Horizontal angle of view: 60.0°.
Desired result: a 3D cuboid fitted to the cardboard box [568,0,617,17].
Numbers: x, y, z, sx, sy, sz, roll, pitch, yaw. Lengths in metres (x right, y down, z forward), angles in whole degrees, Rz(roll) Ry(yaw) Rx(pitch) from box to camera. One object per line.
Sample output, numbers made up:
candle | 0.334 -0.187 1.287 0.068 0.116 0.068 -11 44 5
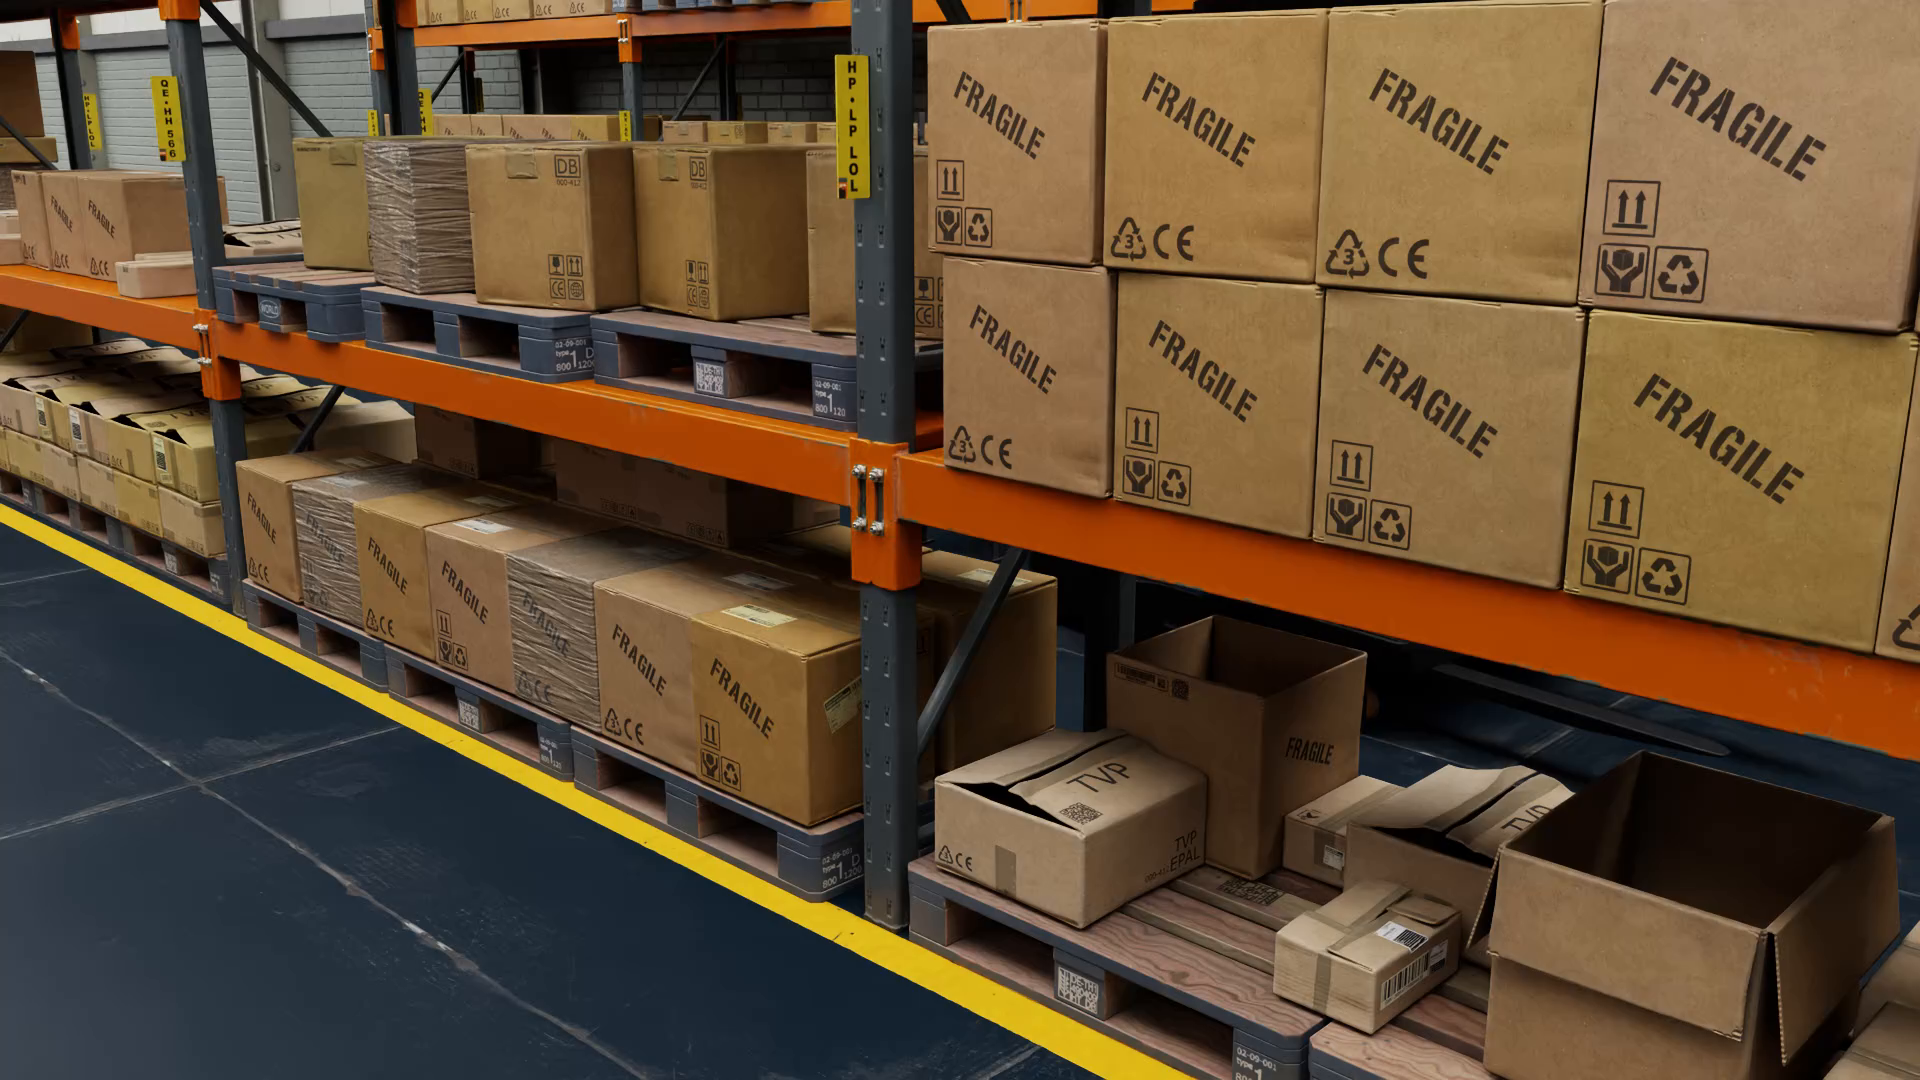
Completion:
cardboard box | -2.728 -4.359 13.026 0.500 0.500 0.500 -14 20 -43

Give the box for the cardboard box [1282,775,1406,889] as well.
cardboard box | 1.051 0.764 4.333 0.250 0.149 0.380 14 20 42

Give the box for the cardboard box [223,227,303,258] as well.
cardboard box | -2.979 -1.234 7.397 0.500 0.311 0.500 -13 19 -41

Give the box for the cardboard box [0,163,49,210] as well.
cardboard box | -5.951 -2.031 10.079 0.500 0.500 0.700 13 19 41

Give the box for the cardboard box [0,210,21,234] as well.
cardboard box | -5.242 -1.755 9.516 0.500 0.250 0.500 -13 19 -41

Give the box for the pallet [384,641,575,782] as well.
pallet | -1.362 0.495 6.115 1.213 0.211 1.003 14 20 42

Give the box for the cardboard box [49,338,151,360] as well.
cardboard box | -5.136 -1.031 9.948 0.500 0.311 0.500 14 20 42

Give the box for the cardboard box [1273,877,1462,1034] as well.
cardboard box | 0.914 0.915 3.719 0.250 0.166 0.380 14 20 42

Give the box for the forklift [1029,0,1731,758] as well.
forklift | 1.614 -0.897 6.061 1.130 2.935 3.031 -12 19 -38

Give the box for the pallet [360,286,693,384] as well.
pallet | -1.344 -0.773 5.832 1.213 0.211 1.003 14 20 42

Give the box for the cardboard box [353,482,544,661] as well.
cardboard box | -1.880 0.102 6.178 0.500 0.500 0.500 13 20 41

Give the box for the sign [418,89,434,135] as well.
sign | -2.378 -1.828 7.359 0.005 0.325 0.100 14 20 42

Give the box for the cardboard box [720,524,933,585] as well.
cardboard box | -0.439 0.271 5.529 0.500 0.500 0.500 14 20 43

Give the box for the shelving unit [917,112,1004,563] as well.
shelving unit | 0.119 -0.987 8.056 0.503 2.100 0.431 14 20 42

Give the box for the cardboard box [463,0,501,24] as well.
cardboard box | -3.865 -4.631 14.069 0.500 0.500 0.500 -13 19 -41

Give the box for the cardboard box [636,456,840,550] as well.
cardboard box | -0.767 -0.176 5.756 0.500 0.250 0.500 14 20 42

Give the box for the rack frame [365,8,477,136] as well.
rack frame | -5.071 -3.506 15.938 0.127 3.000 1.000 14 20 42

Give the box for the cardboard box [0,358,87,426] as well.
cardboard box | -5.146 -0.844 9.230 0.500 0.311 0.500 13 20 42

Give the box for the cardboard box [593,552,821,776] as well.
cardboard box | -0.772 0.369 5.154 0.500 0.500 0.500 14 20 42

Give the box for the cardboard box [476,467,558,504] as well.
cardboard box | -1.539 0.003 6.558 0.500 0.500 0.500 13 19 40

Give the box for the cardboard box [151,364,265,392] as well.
cardboard box | -4.041 -0.765 8.926 0.500 0.311 0.500 13 20 42

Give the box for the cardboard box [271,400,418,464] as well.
cardboard box | -2.921 -0.495 7.890 0.500 0.311 0.500 -14 20 -42

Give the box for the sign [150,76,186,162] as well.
sign | -3.130 -1.665 6.576 0.005 0.325 0.100 14 20 42

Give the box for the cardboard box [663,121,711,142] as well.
cardboard box | -1.849 -2.972 12.817 0.500 0.500 0.700 14 20 42

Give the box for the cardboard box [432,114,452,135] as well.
cardboard box | -4.587 -3.579 14.991 0.500 0.500 0.500 14 20 42

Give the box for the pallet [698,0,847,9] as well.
pallet | -1.072 -3.858 11.713 1.003 0.211 1.213 14 20 42

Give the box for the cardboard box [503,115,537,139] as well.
cardboard box | -3.465 -3.309 13.952 0.500 0.500 0.500 13 19 41

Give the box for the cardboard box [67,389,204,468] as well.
cardboard box | -4.035 -0.575 8.200 0.500 0.311 0.500 13 20 42

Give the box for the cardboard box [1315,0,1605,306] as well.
cardboard box | 1.017 -0.724 3.081 0.500 0.500 0.500 13 19 41

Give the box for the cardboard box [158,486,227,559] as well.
cardboard box | -3.295 -0.126 7.588 0.500 0.250 0.500 -14 20 -43

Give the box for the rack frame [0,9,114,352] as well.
rack frame | -5.627 -1.906 9.798 0.127 3.000 1.000 14 20 42

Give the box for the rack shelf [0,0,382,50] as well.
rack shelf | -4.187 -2.659 8.167 4.000 0.370 1.077 14 20 42

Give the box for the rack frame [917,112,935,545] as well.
rack frame | -0.057 -1.030 8.220 0.015 2.100 0.400 14 20 42

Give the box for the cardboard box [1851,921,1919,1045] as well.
cardboard box | 2.097 0.990 3.263 0.500 0.250 0.500 14 20 42

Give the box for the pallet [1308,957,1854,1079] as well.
pallet | 1.508 1.178 3.494 1.213 0.211 1.003 14 20 42

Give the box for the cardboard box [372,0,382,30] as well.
cardboard box | -5.004 -4.911 15.146 0.500 0.500 0.500 -14 20 -43

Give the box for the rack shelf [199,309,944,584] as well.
rack shelf | -1.308 -0.508 5.858 4.000 0.370 1.077 14 20 42

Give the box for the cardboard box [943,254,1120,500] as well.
cardboard box | 0.310 -0.416 3.880 0.500 0.500 0.500 -14 20 -43

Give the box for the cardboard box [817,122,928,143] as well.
cardboard box | -0.569 -2.661 11.626 0.500 0.500 0.700 14 20 42

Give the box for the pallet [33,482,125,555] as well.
pallet | -4.187 -0.221 8.862 1.213 0.211 1.003 14 20 42

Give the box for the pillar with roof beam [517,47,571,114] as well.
pillar with roof beam | -6.955 -5.662 12.315 0.400 9.000 9.100 14 20 42

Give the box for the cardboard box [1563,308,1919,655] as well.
cardboard box | 1.406 -0.150 2.860 0.500 0.500 0.500 13 20 41

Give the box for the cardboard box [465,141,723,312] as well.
cardboard box | -1.183 -1.055 5.502 0.500 0.500 0.700 8 17 28

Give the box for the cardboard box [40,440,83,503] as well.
cardboard box | -4.401 -0.394 8.615 0.500 0.250 0.500 -14 20 -43

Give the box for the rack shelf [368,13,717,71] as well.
rack shelf | -3.631 -4.259 14.307 4.000 0.370 1.077 14 20 42

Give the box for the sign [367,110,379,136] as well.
sign | -5.447 -3.826 15.450 0.005 0.325 0.100 14 20 42

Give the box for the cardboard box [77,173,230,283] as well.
cardboard box | -3.967 -1.545 8.214 0.500 0.500 0.500 12 19 39
